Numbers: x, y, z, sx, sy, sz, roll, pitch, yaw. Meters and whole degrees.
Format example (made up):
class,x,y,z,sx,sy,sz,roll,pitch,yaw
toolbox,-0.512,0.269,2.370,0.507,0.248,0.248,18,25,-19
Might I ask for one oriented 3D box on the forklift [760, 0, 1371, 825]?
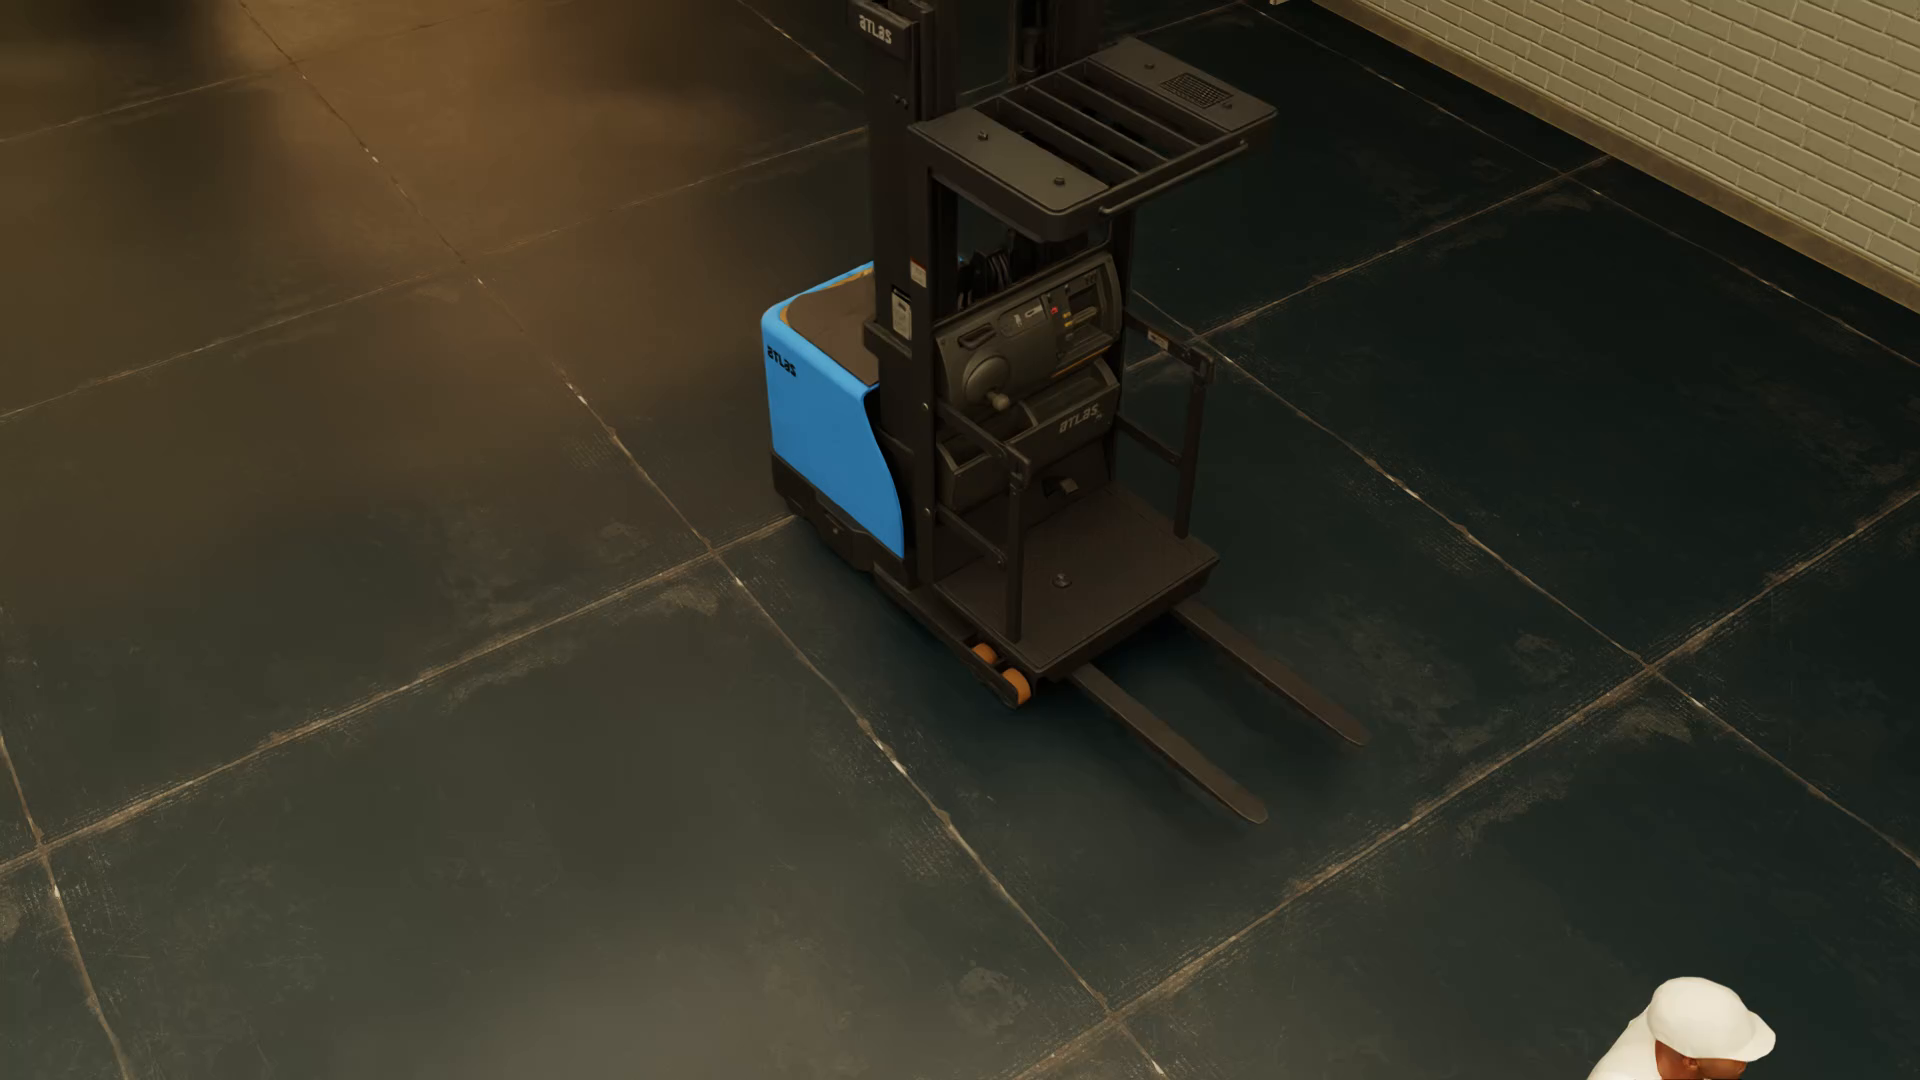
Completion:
class,x,y,z,sx,sy,sz,roll,pitch,yaw
forklift,0.426,-0.754,6.534,1.130,2.935,3.031,-30,50,-28

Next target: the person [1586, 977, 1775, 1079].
class,x,y,z,sx,sy,sz,roll,pitch,yaw
person,1.903,1.835,4.577,0.563,1.768,0.664,31,51,29
